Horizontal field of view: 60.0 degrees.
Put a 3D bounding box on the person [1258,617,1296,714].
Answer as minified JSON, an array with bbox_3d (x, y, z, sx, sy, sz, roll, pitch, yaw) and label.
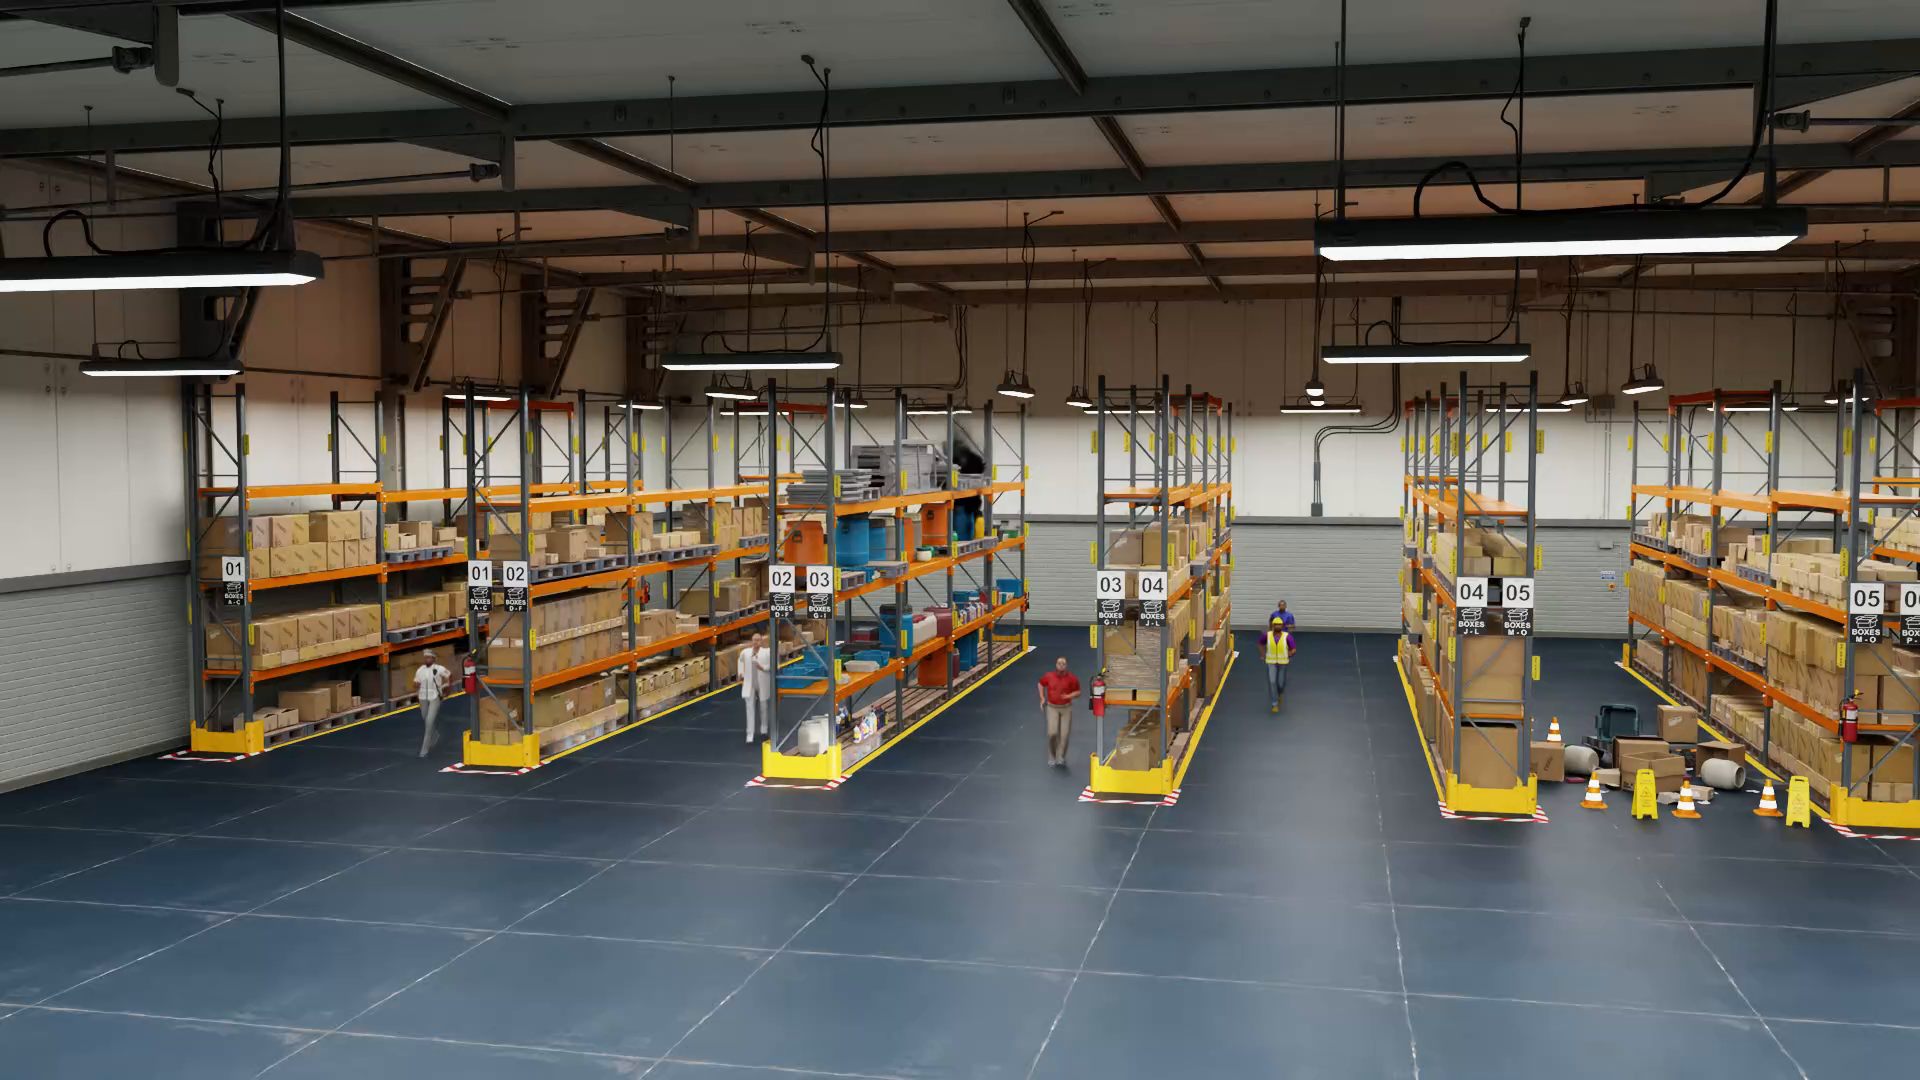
[{"bbox_3d":[5.971,2.337,31.333,0.699,1.769,0.933,1,3,10],"label":"person"}]

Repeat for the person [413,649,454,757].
[{"bbox_3d":[-8.620,2.605,27.024,0.585,1.683,0.983,0,3,8],"label":"person"}]

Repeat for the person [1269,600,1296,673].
[{"bbox_3d":[6.904,2.111,35.648,0.568,1.661,0.934,1,3,12],"label":"person"}]

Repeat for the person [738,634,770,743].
[{"bbox_3d":[-3.447,2.471,28.185,0.697,1.774,1.053,0,3,0],"label":"person"}]

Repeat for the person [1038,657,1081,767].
[{"bbox_3d":[1.546,2.673,25.785,0.652,1.718,0.647,0,3,1],"label":"person"}]
